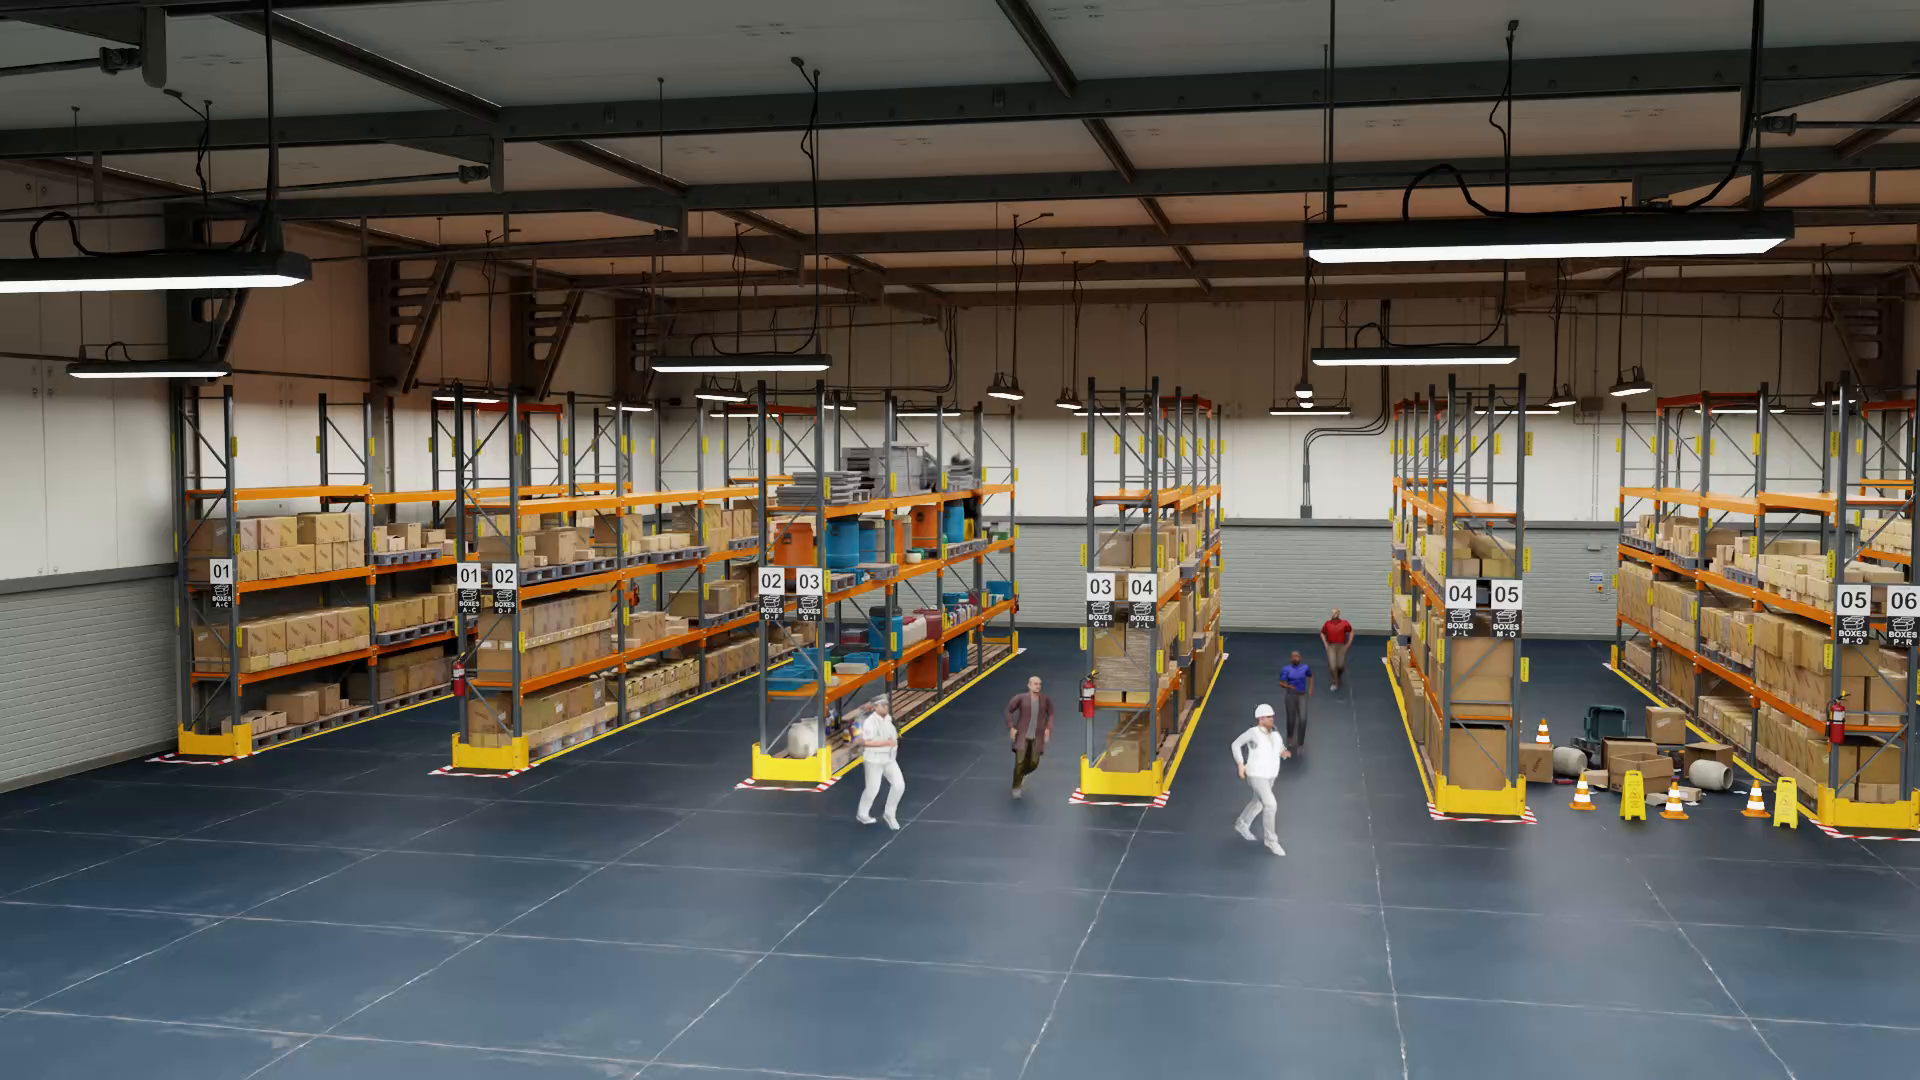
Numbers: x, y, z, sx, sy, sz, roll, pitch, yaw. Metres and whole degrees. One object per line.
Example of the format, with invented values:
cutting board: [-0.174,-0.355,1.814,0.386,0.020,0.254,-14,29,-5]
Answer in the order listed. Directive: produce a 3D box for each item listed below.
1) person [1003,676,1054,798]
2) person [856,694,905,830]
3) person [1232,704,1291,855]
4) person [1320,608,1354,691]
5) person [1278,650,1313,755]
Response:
person: [1.003,2.818,23.952,0.759,1.719,0.608,0,3,-8]
person: [-1.027,2.912,21.775,0.611,1.827,0.801,-3,4,-44]
person: [3.748,2.947,20.697,0.627,1.824,0.869,-3,4,-42]
person: [7.748,2.252,34.229,0.666,1.694,0.550,1,3,18]
person: [5.533,2.660,27.393,0.579,1.689,0.841,0,3,8]
